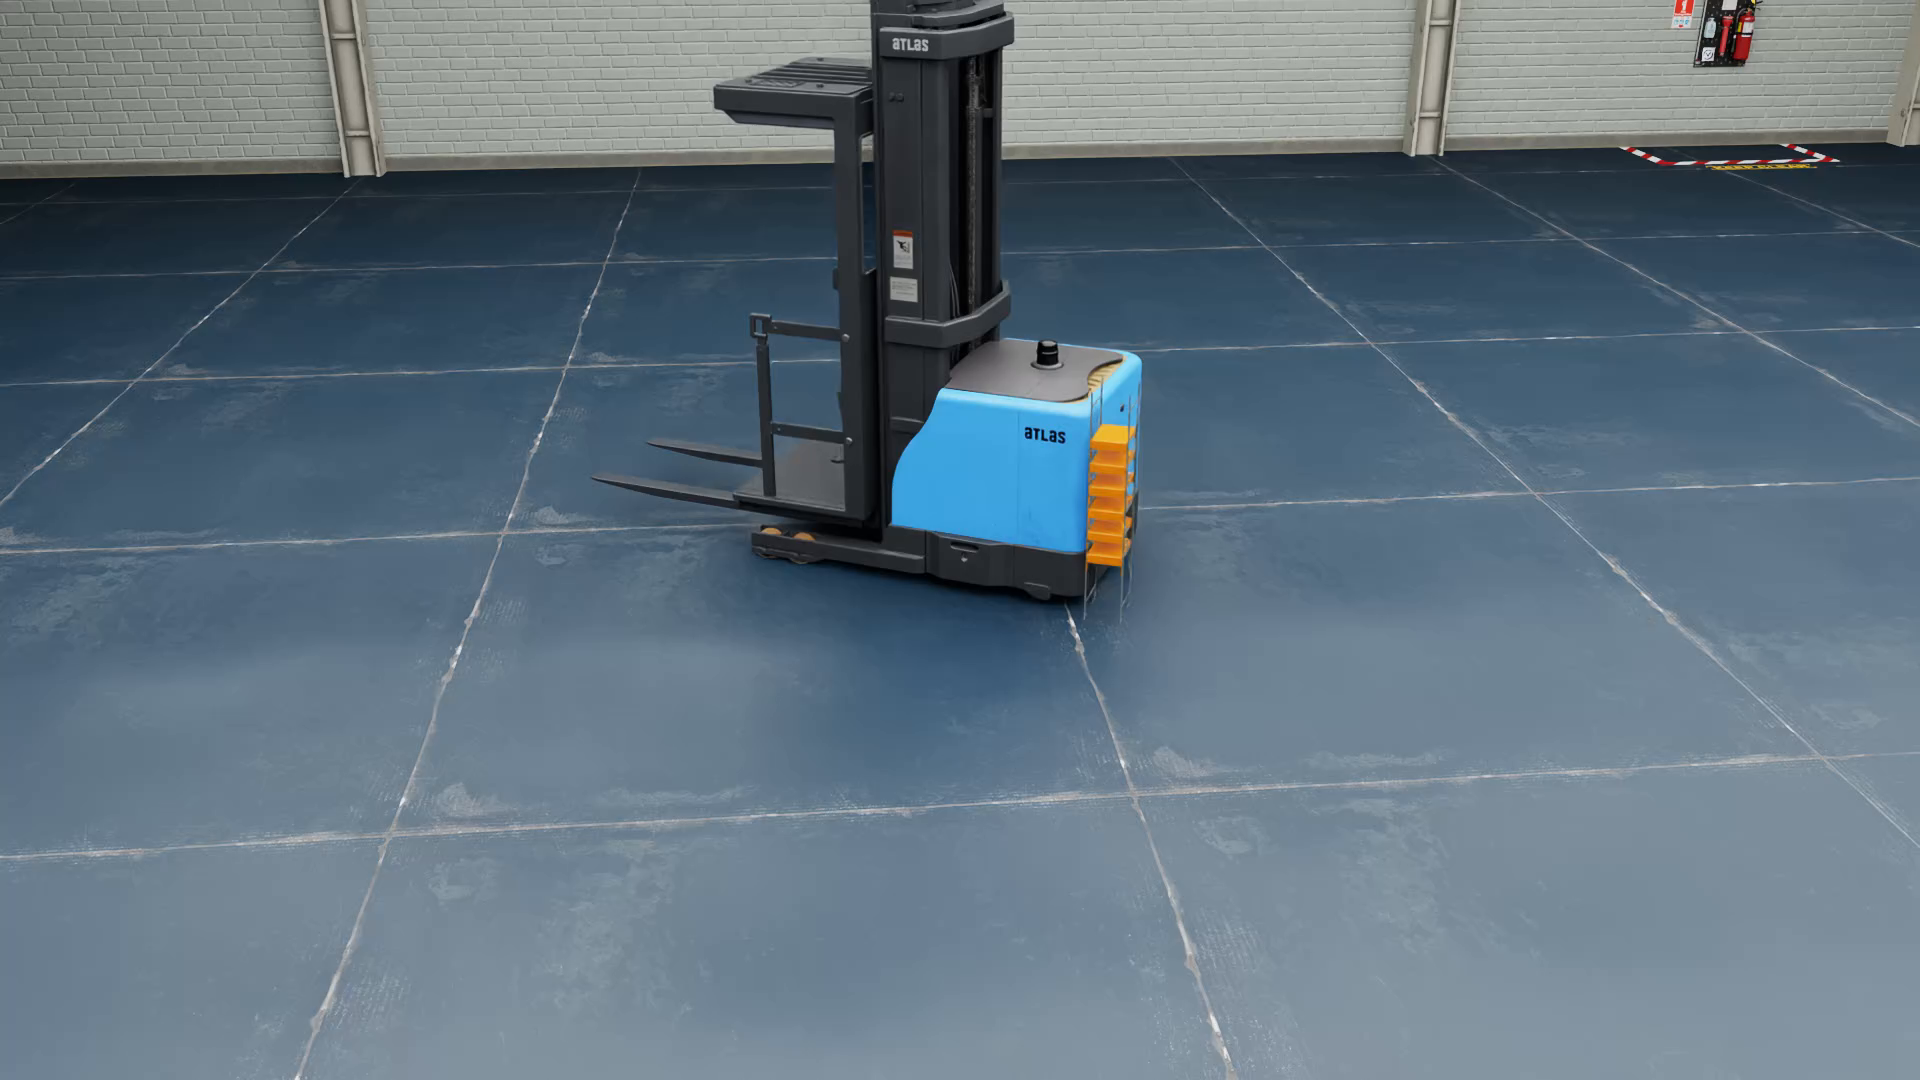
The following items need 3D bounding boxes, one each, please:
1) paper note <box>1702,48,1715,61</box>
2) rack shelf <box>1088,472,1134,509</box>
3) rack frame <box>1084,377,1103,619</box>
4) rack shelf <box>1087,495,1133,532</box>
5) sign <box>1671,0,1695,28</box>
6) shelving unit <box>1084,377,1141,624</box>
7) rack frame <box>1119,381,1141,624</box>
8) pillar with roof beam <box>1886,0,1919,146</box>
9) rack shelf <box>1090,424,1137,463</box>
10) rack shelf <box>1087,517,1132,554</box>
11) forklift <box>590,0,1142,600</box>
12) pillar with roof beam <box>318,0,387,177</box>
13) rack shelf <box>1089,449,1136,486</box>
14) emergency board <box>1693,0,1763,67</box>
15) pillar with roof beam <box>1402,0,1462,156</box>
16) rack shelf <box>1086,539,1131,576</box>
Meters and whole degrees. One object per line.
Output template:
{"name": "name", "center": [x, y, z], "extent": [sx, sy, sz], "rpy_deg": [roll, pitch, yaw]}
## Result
{"name": "paper note", "center": [8.720, -5.658, 19.371], "extent": [0.142, 0.148, 0.016], "rpy_deg": [-2, 24, -5]}
{"name": "rack shelf", "center": [0.746, -0.255, 8.160], "extent": [0.180, 0.103, 0.258], "rpy_deg": [7, 25, 16]}
{"name": "rack frame", "center": [0.659, -0.197, 8.215], "extent": [0.006, 1.200, 0.240], "rpy_deg": [7, 25, 16]}
{"name": "rack shelf", "center": [0.746, -0.145, 8.209], "extent": [0.180, 0.103, 0.258], "rpy_deg": [7, 25, 16]}
{"name": "sign", "center": [8.342, -6.076, 19.182], "extent": [0.234, 0.329, 0.001], "rpy_deg": [-2, 24, -5]}
{"name": "shelving unit", "center": [0.746, -0.186, 8.191], "extent": [0.189, 1.200, 0.258], "rpy_deg": [7, 25, 16]}
{"name": "rack frame", "center": [0.834, -0.175, 8.166], "extent": [0.006, 1.200, 0.240], "rpy_deg": [7, 25, 16]}
{"name": "pillar with roof beam", "center": [11.789, -7.124, 14.199], "extent": [0.400, 9.000, 9.100], "rpy_deg": [-2, 24, -5]}
{"name": "rack shelf", "center": [0.746, -0.474, 8.063], "extent": [0.180, 0.103, 0.258], "rpy_deg": [7, 25, 16]}
{"name": "rack shelf", "center": [0.746, -0.036, 8.257], "extent": [0.180, 0.103, 0.258], "rpy_deg": [7, 25, 16]}
{"name": "forklift", "center": [-0.590, -1.397, 8.784], "extent": [3.031, 2.935, 1.130], "rpy_deg": [9, 26, 20]}
{"name": "pillar with roof beam", "center": [-6.124, -6.406, 12.583], "extent": [0.400, 9.000, 9.100], "rpy_deg": [-2, 24, -5]}
{"name": "rack shelf", "center": [0.746, -0.364, 8.111], "extent": [0.180, 0.103, 0.258], "rpy_deg": [7, 25, 16]}
{"name": "emergency board", "center": [8.903, -6.040, 19.145], "extent": [0.643, 1.169, 0.194], "rpy_deg": [-2, 24, -5]}
{"name": "pillar with roof beam", "center": [5.818, -6.885, 13.660], "extent": [0.400, 9.000, 9.100], "rpy_deg": [-2, 24, -5]}
{"name": "rack shelf", "center": [0.746, 0.074, 8.306], "extent": [0.180, 0.103, 0.258], "rpy_deg": [7, 25, 16]}
